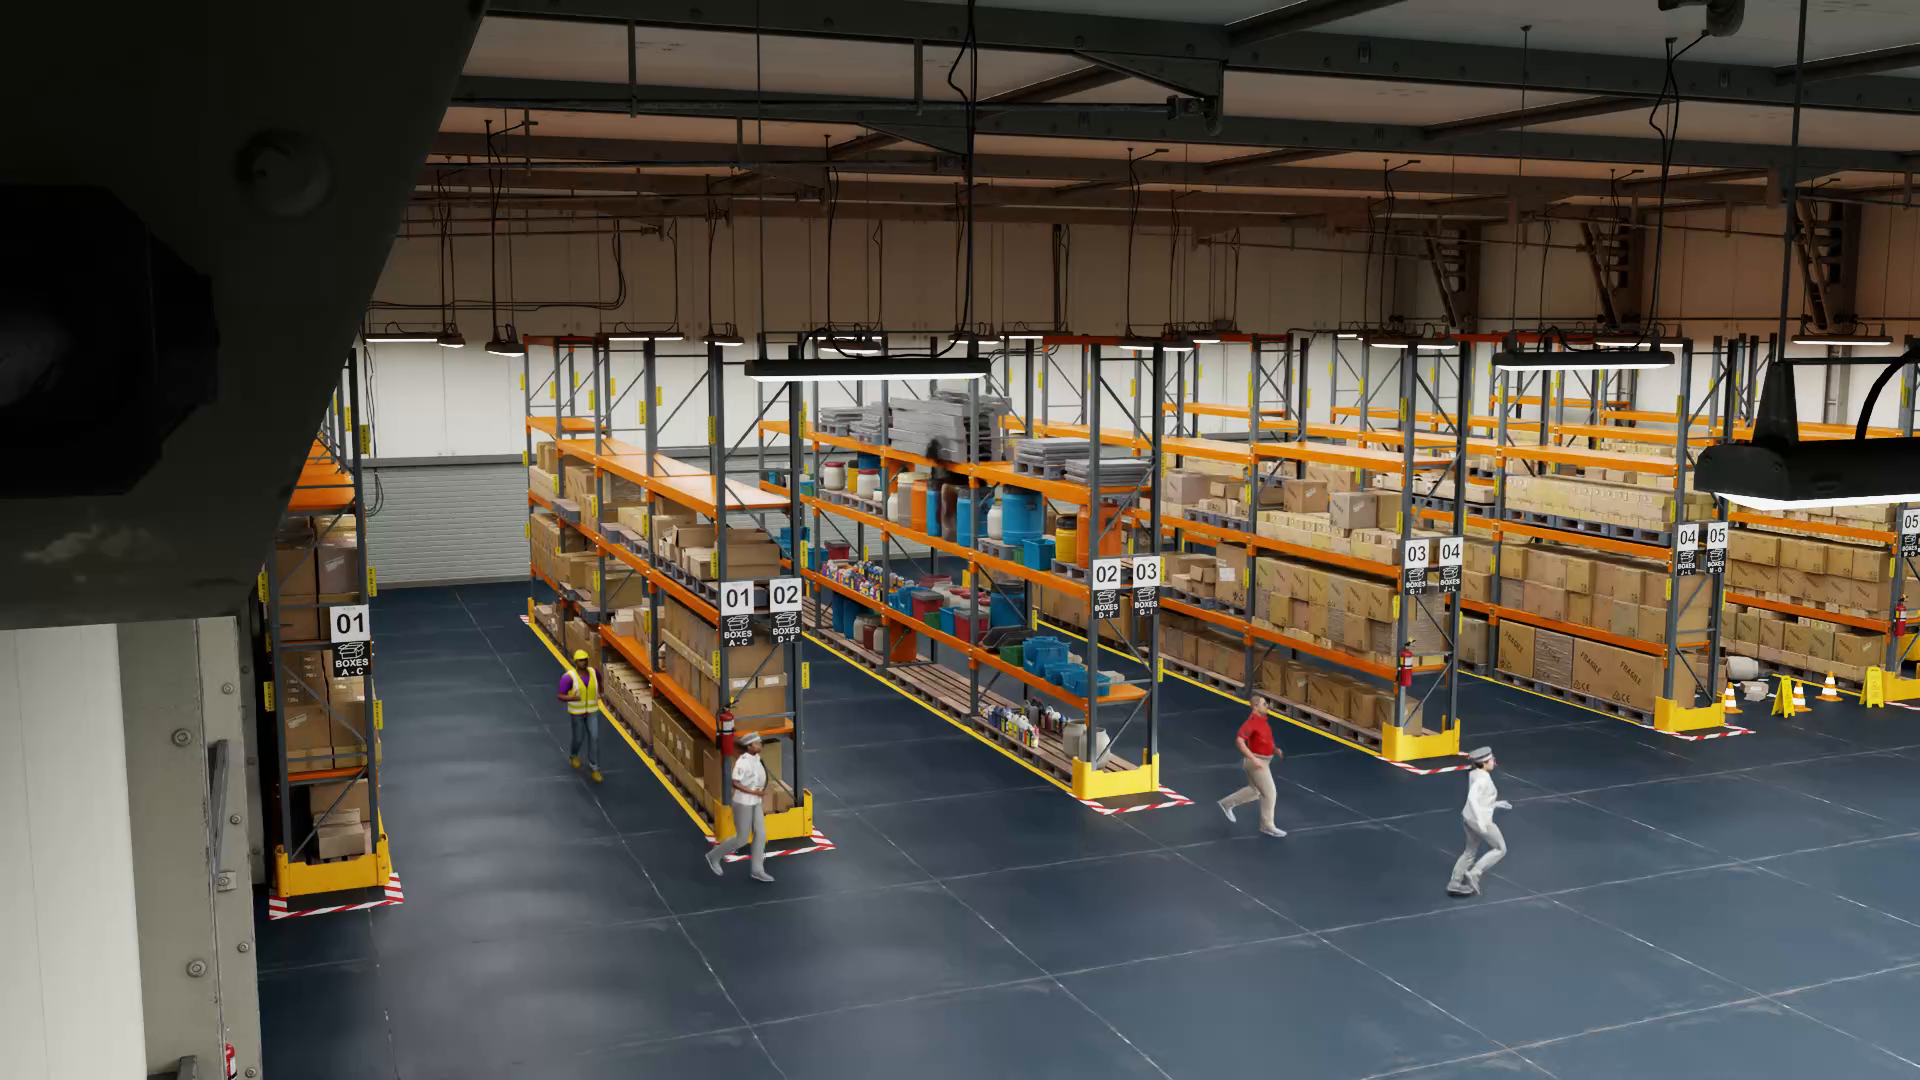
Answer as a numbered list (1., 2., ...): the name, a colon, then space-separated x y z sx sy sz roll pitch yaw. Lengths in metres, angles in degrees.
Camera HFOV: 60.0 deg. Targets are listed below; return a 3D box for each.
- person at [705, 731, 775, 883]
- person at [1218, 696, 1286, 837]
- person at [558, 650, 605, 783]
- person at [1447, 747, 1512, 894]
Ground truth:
1. person: -2.436 2.999 18.933 0.808 1.682 0.611 2 8 16
2. person: 3.628 2.771 20.534 0.844 1.727 0.684 2 8 18
3. person: -5.196 2.387 22.936 0.695 1.771 0.962 -4 9 -29
4. person: 5.740 3.079 18.264 0.692 1.647 0.583 0 8 -3
